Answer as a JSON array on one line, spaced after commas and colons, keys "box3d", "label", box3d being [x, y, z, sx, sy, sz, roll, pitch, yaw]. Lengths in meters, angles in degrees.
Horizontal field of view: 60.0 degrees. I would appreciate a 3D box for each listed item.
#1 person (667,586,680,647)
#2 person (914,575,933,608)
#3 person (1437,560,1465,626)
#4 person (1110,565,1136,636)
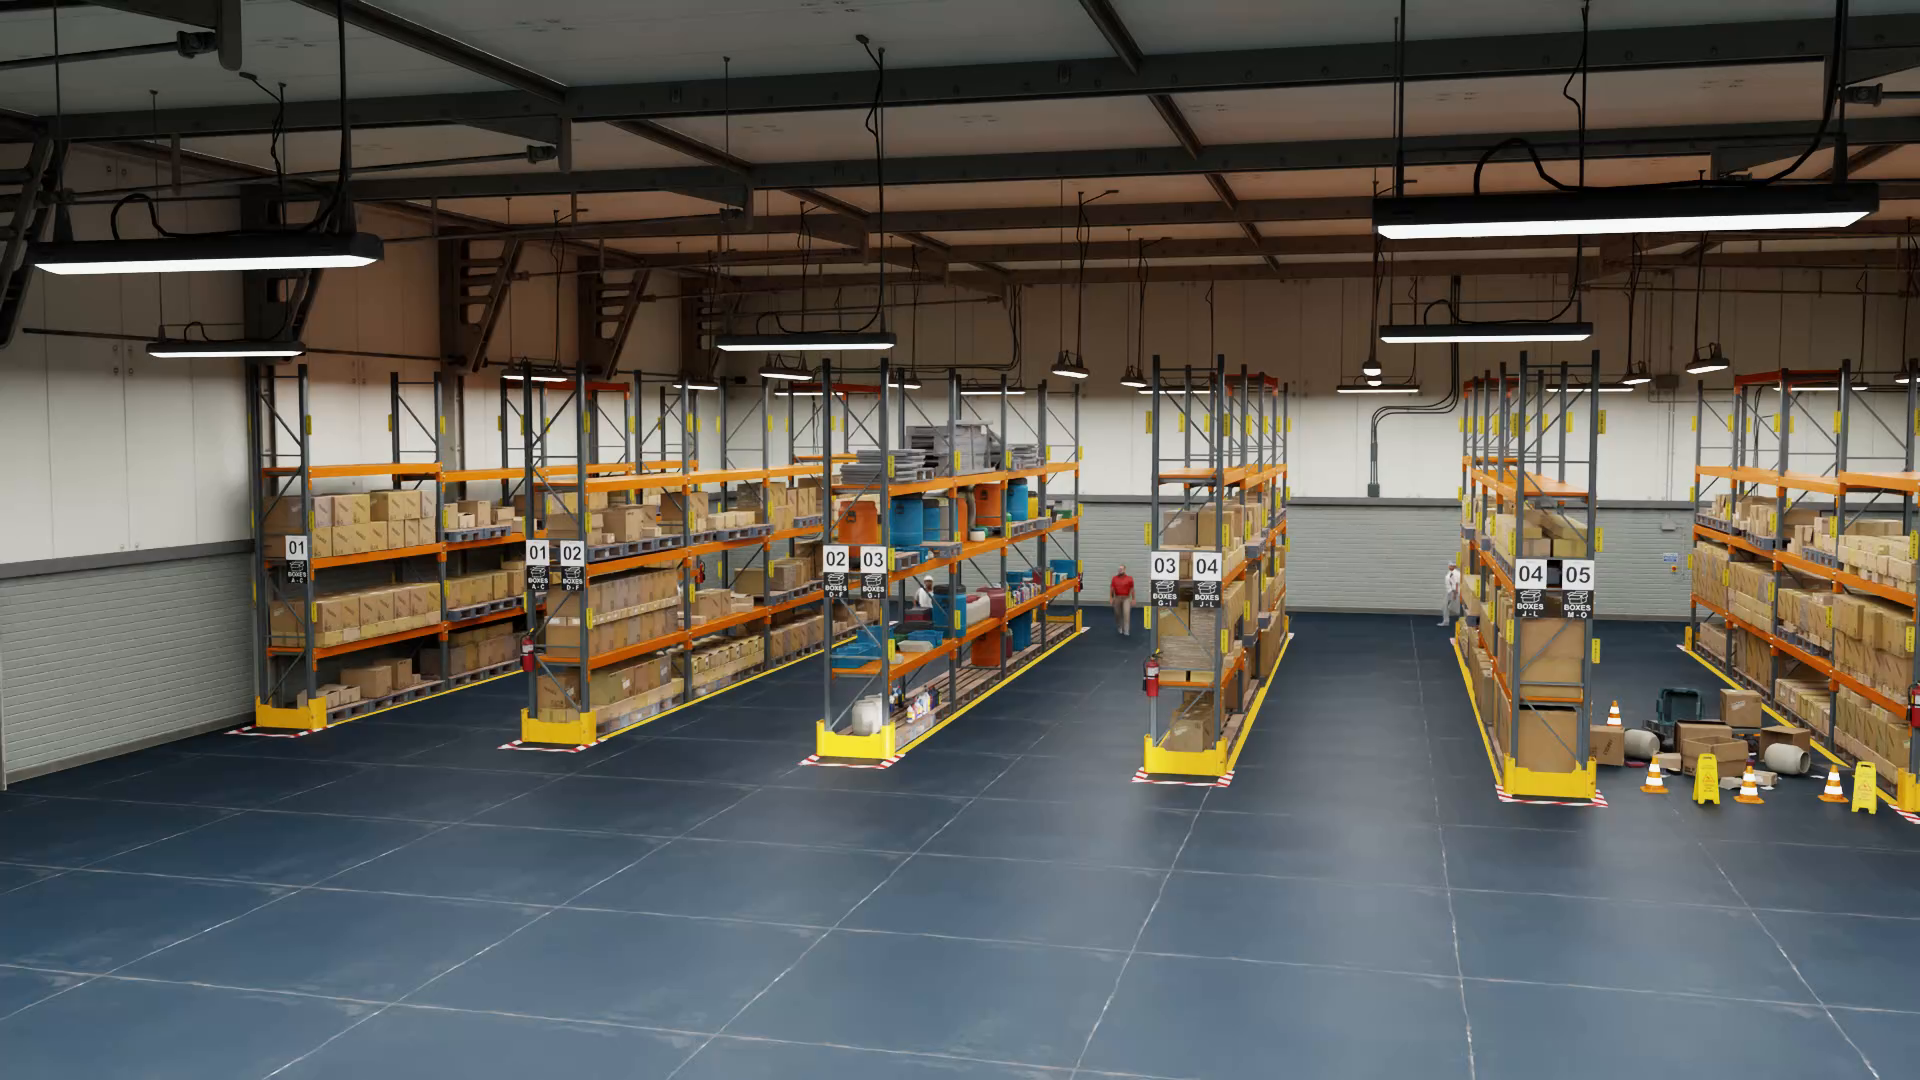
[{"box3d": [-6.578, 1.574, 37.773, 0.441, 1.643, 0.962, 1, 4, 21], "label": "person"}, {"box3d": [-0.714, 1.671, 36.209, 0.680, 1.808, 0.878, 1, 4, 15], "label": "person"}, {"box3d": [12.256, 1.318, 41.202, 0.795, 1.650, 0.457, 0, 4, 2], "label": "person"}, {"box3d": [3.858, 1.423, 39.477, 0.603, 1.653, 1.055, 1, 4, 8], "label": "person"}]
